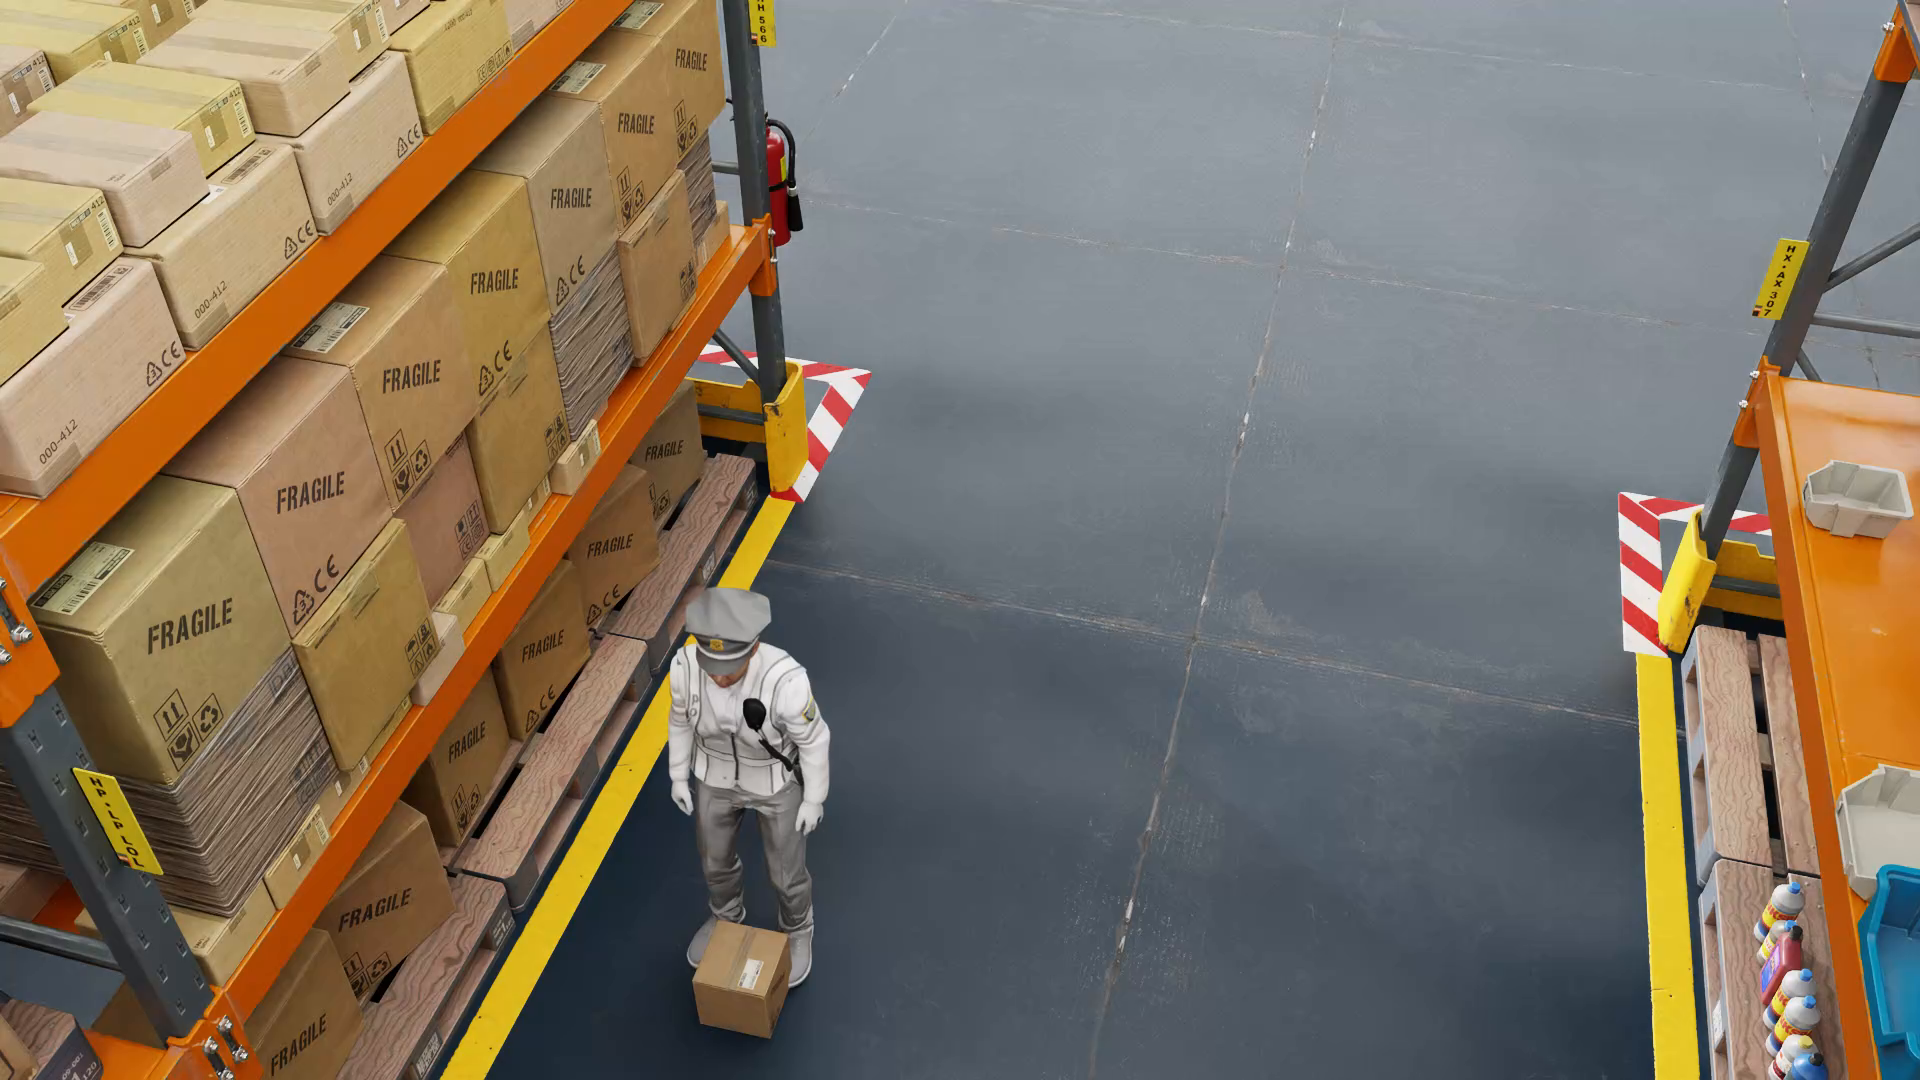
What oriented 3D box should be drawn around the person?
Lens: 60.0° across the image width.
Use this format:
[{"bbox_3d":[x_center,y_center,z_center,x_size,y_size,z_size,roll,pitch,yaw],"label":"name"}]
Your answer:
[{"bbox_3d":[-0.667,0.779,5.268,0.522,1.663,0.371,9,42,10],"label":"person"}]
